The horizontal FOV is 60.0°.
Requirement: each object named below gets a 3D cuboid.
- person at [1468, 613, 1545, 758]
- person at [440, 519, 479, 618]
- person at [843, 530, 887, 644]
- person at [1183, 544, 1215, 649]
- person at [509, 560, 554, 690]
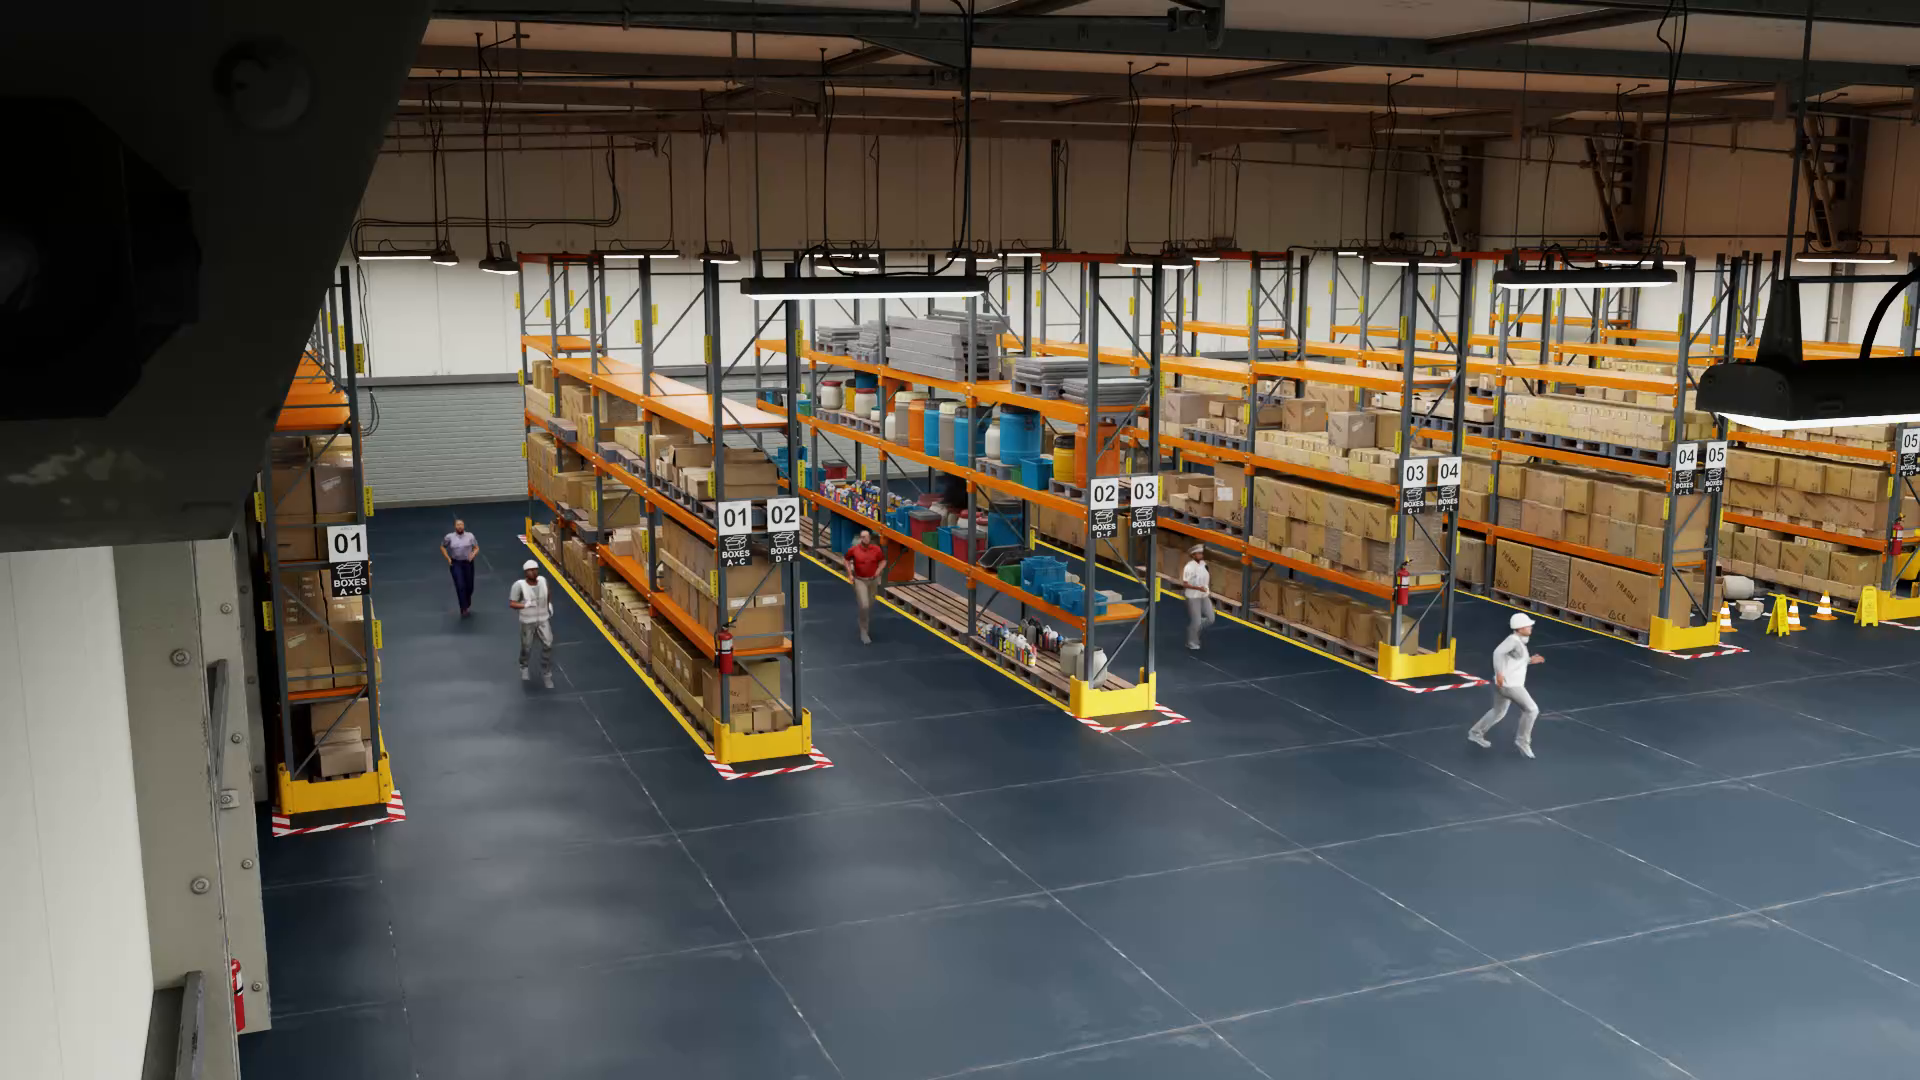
[{"bbox_3d":[6.723,1.783,20.436,0.852,1.815,0.679,3,11,15],"label":"person"},{"bbox_3d":[-8.439,0.444,28.122,0.613,1.640,0.726,-5,11,-25],"label":"person"},{"bbox_3d":[-1.493,0.709,26.417,0.653,1.784,0.819,-4,11,-21],"label":"person"},{"bbox_3d":[3.706,0.878,25.598,0.565,1.655,0.553,-7,13,-35],"label":"person"},{"bbox_3d":[-6.059,1.187,23.579,0.697,1.851,0.796,-7,12,-33],"label":"person"}]
